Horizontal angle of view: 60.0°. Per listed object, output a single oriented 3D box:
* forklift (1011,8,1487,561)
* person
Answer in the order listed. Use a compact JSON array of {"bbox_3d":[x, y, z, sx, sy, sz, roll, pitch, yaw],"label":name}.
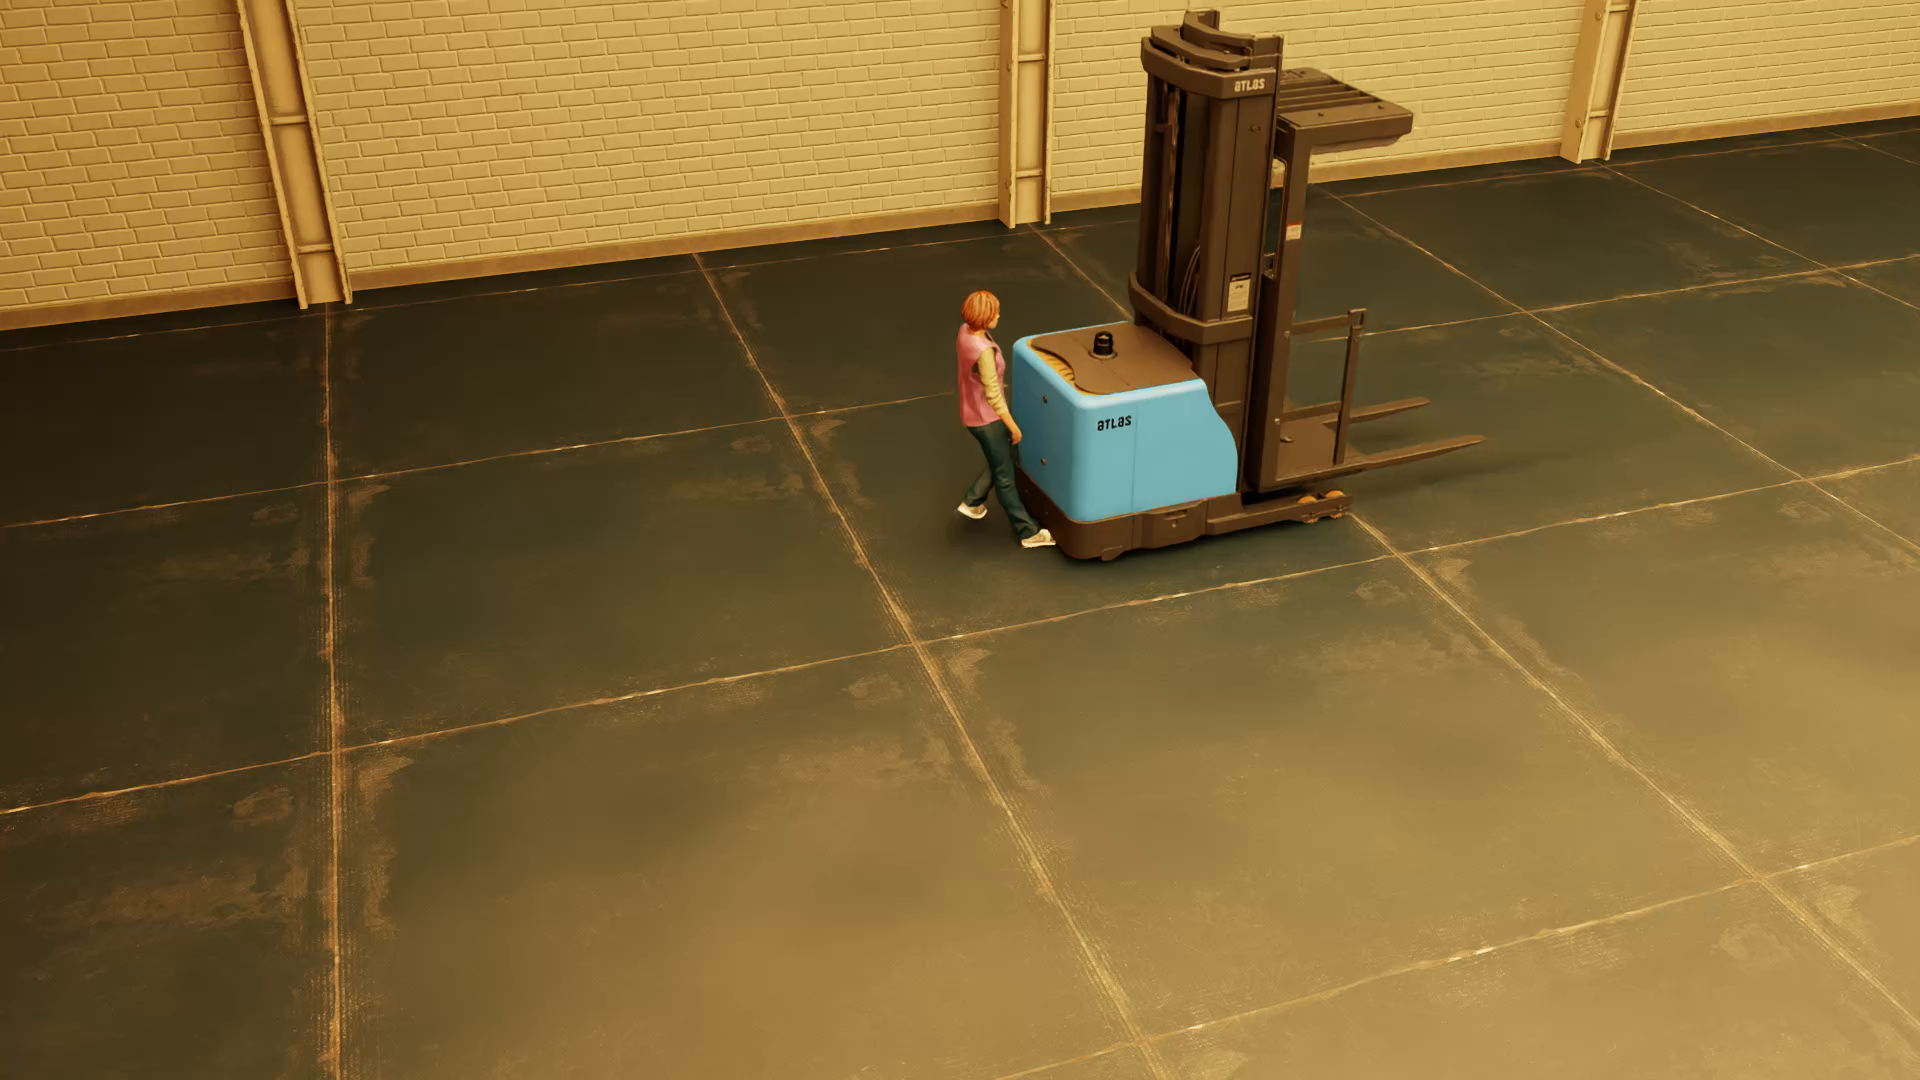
[{"bbox_3d":[1.870,-1.604,9.875,3.031,2.935,1.130,-11,32,-19],"label":"forklift"},{"bbox_3d":[0.296,-0.747,9.778,0.634,1.522,0.593,-3,30,-6],"label":"person"}]
